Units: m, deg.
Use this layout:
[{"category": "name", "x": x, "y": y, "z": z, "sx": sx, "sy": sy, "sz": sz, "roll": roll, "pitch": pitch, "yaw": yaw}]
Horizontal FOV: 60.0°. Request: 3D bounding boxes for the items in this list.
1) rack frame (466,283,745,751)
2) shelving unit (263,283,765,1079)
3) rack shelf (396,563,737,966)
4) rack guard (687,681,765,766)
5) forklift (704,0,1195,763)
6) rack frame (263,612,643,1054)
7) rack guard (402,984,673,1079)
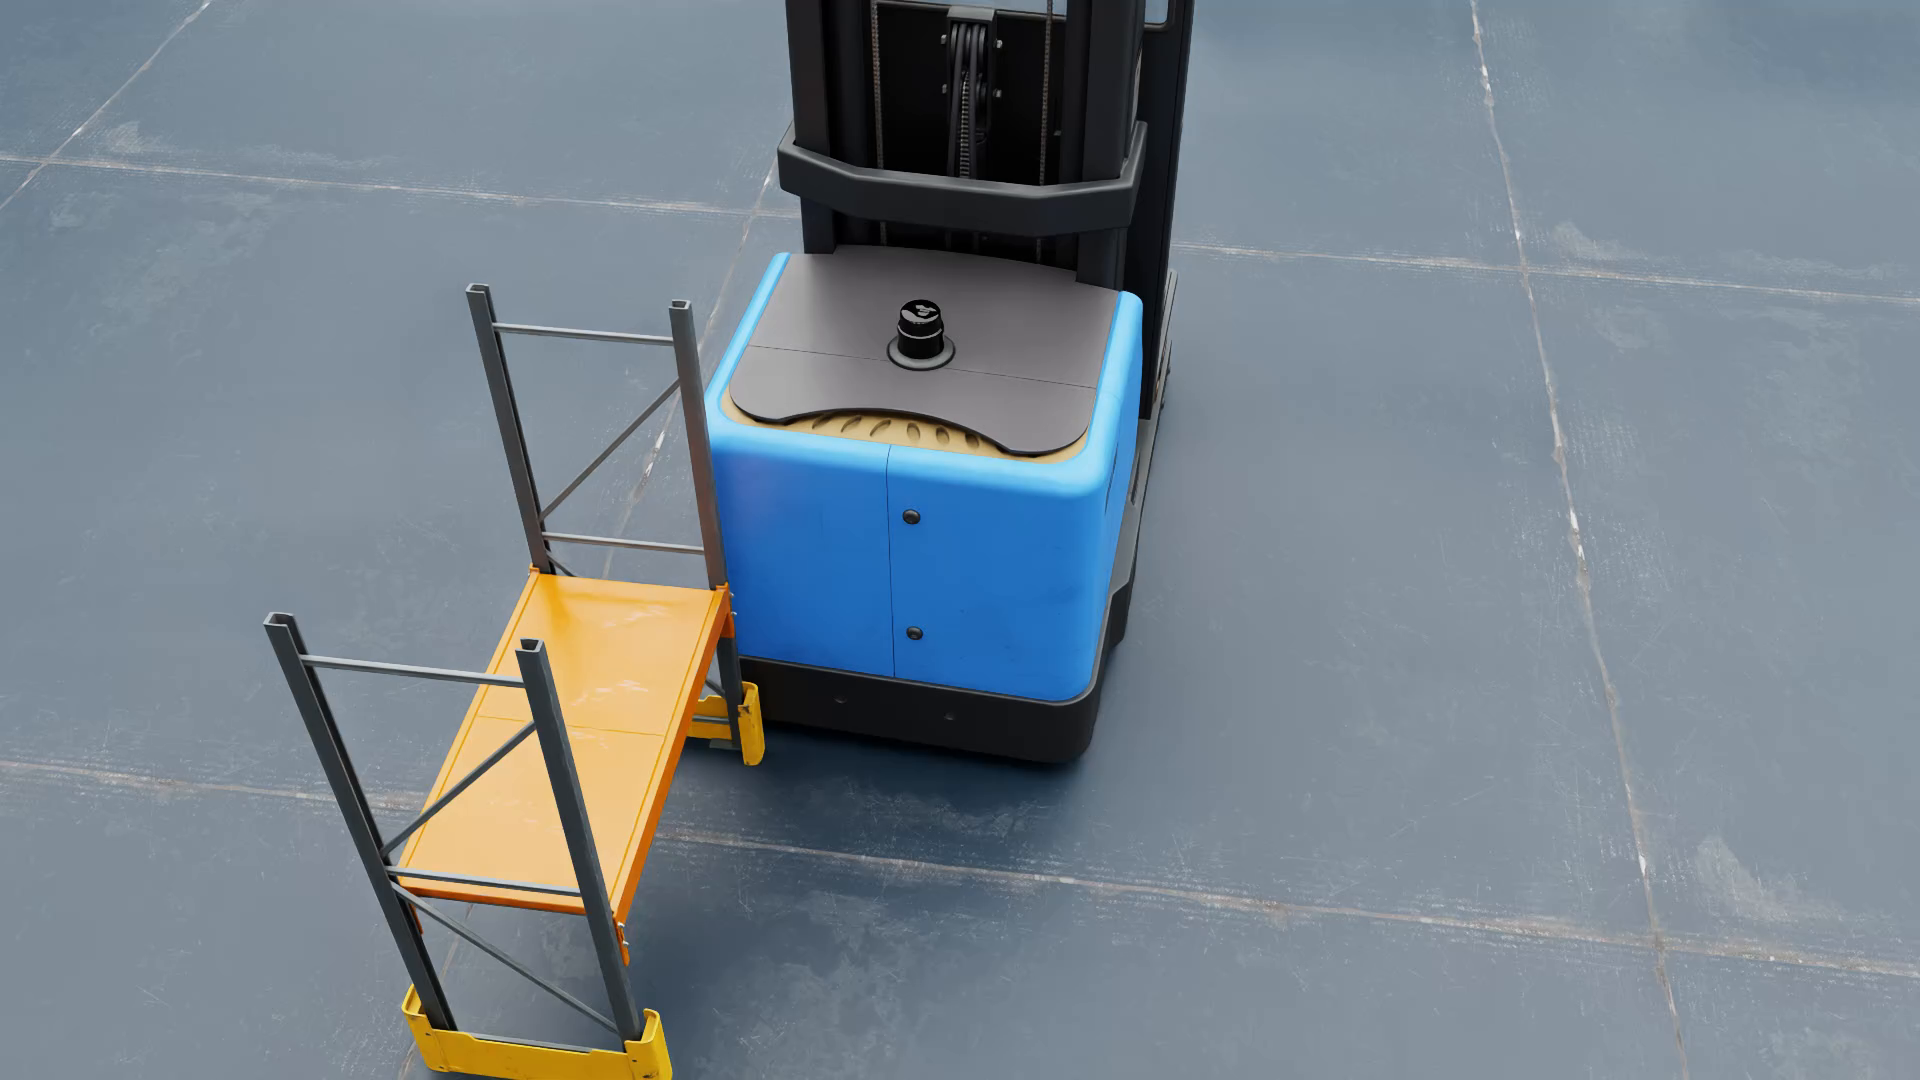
[{"category": "rack frame", "x": -0.835, "y": 0.012, "z": 4.147, "sx": 0.500, "sy": 1.500, "sz": 0.032, "roll": 5, "pitch": 44, "yaw": 6}, {"category": "shelving unit", "x": -0.905, "y": 0.364, "z": 3.774, "sx": 0.587, "sy": 1.500, "sz": 1.083, "roll": 5, "pitch": 44, "yaw": 6}, {"category": "rack shelf", "x": -0.903, "y": 0.489, "z": 3.905, "sx": 0.538, "sy": 0.185, "sz": 1.000, "roll": 5, "pitch": 44, "yaw": 6}, {"category": "rack guard", "x": -0.837, "y": 0.479, "z": 4.562, "sx": 0.587, "sy": 0.250, "sz": 0.087, "roll": 5, "pitch": 44, "yaw": 6}, {"category": "forklift", "x": 0.123, "y": -1.485, "z": 4.687, "sx": 1.130, "sy": 2.935, "sz": 3.031, "roll": 8, "pitch": 44, "yaw": 8}, {"category": "rack frame", "x": -0.972, "y": 0.704, "z": 3.415, "sx": 0.500, "sy": 1.500, "sz": 0.032, "roll": 5, "pitch": 44, "yaw": 6}, {"category": "rack guard", "x": -0.972, "y": 1.157, "z": 3.846, "sx": 0.587, "sy": 0.250, "sz": 0.087, "roll": 5, "pitch": 44, "yaw": 6}]
